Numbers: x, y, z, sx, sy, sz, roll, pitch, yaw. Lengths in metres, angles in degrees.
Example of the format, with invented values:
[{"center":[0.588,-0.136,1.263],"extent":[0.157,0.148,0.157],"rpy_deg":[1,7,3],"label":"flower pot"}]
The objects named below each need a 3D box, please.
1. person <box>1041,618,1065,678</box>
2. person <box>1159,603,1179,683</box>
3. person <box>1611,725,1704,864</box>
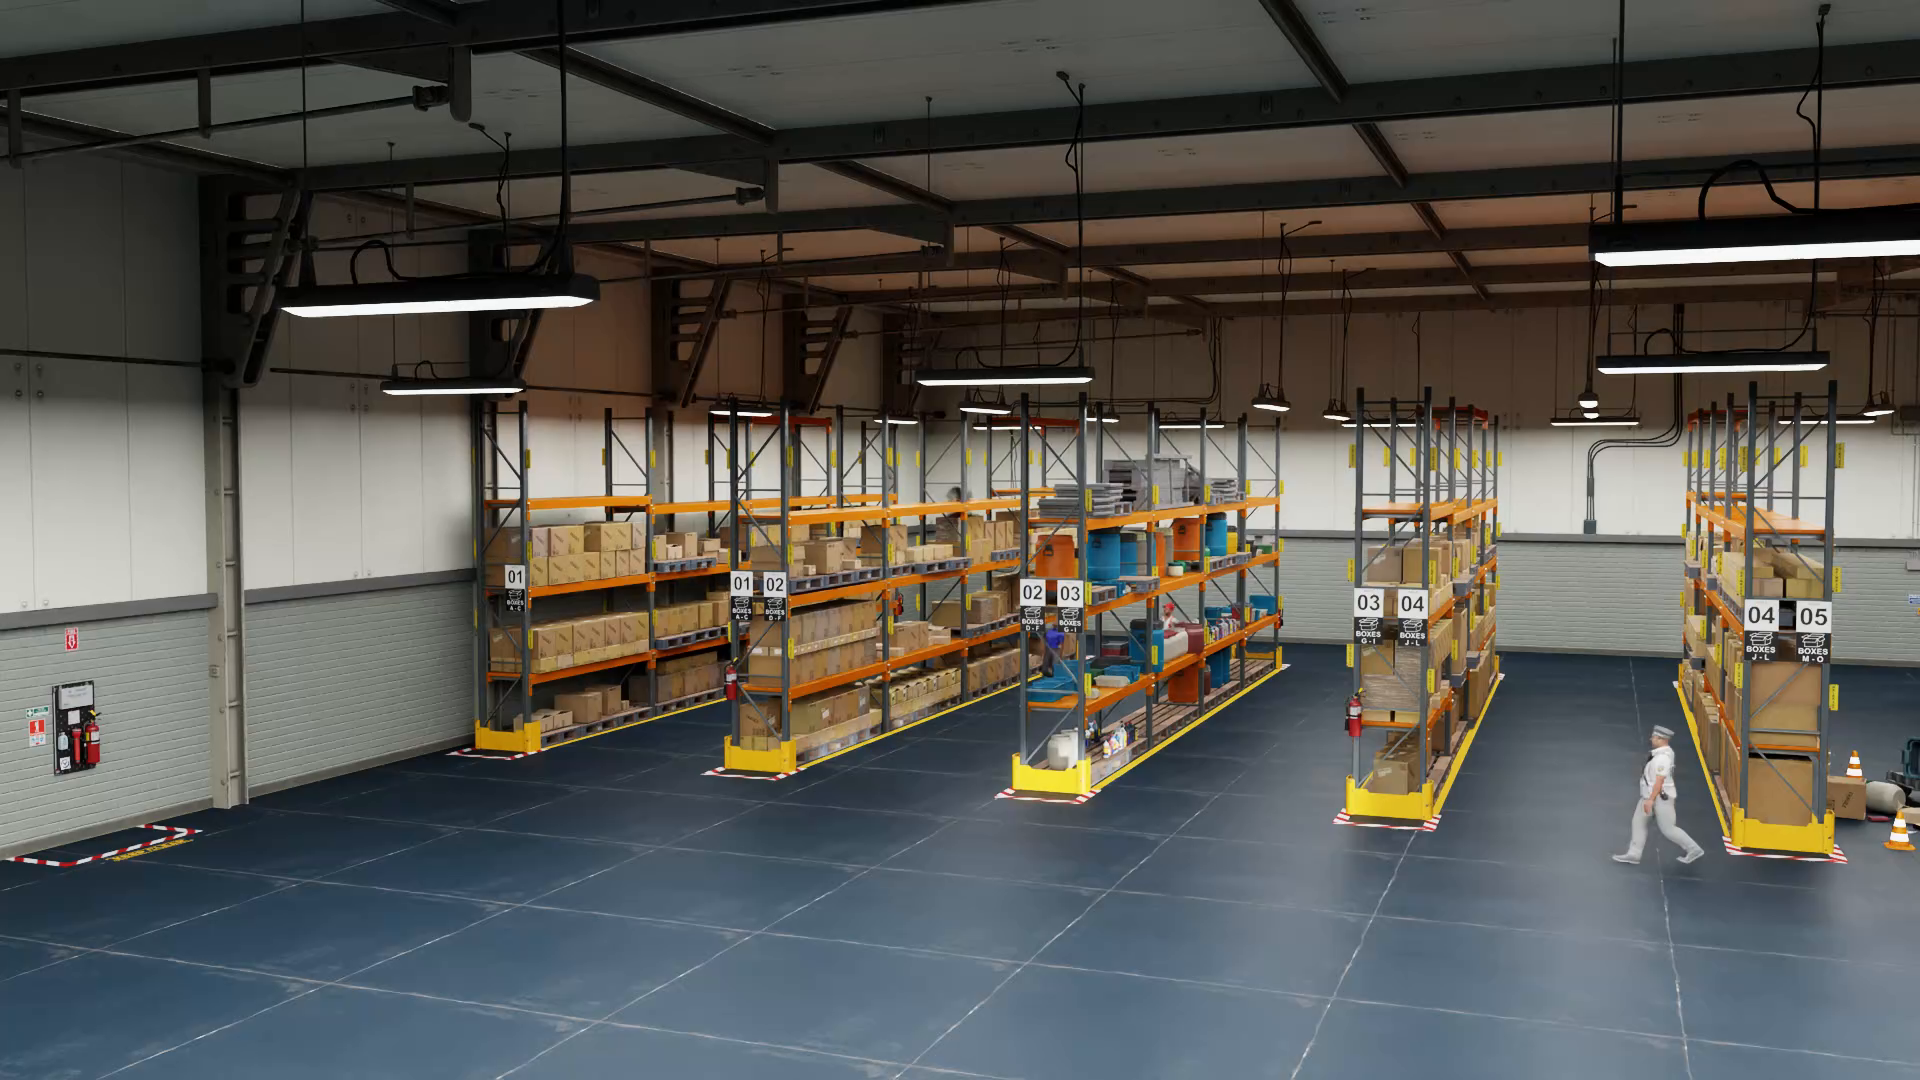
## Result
[{"center":[2.002,2.467,35.565],"extent":[0.513,1.595,0.646],"rpy_deg":[1,3,17],"label":"person"},{"center":[4.603,2.298,37.378],"extent":[0.643,1.741,0.964],"rpy_deg":[1,3,26],"label":"person"},{"center":[8.583,3.137,20.387],"extent":[0.999,1.737,0.512],"rpy_deg":[0,3,-1],"label":"person"}]
